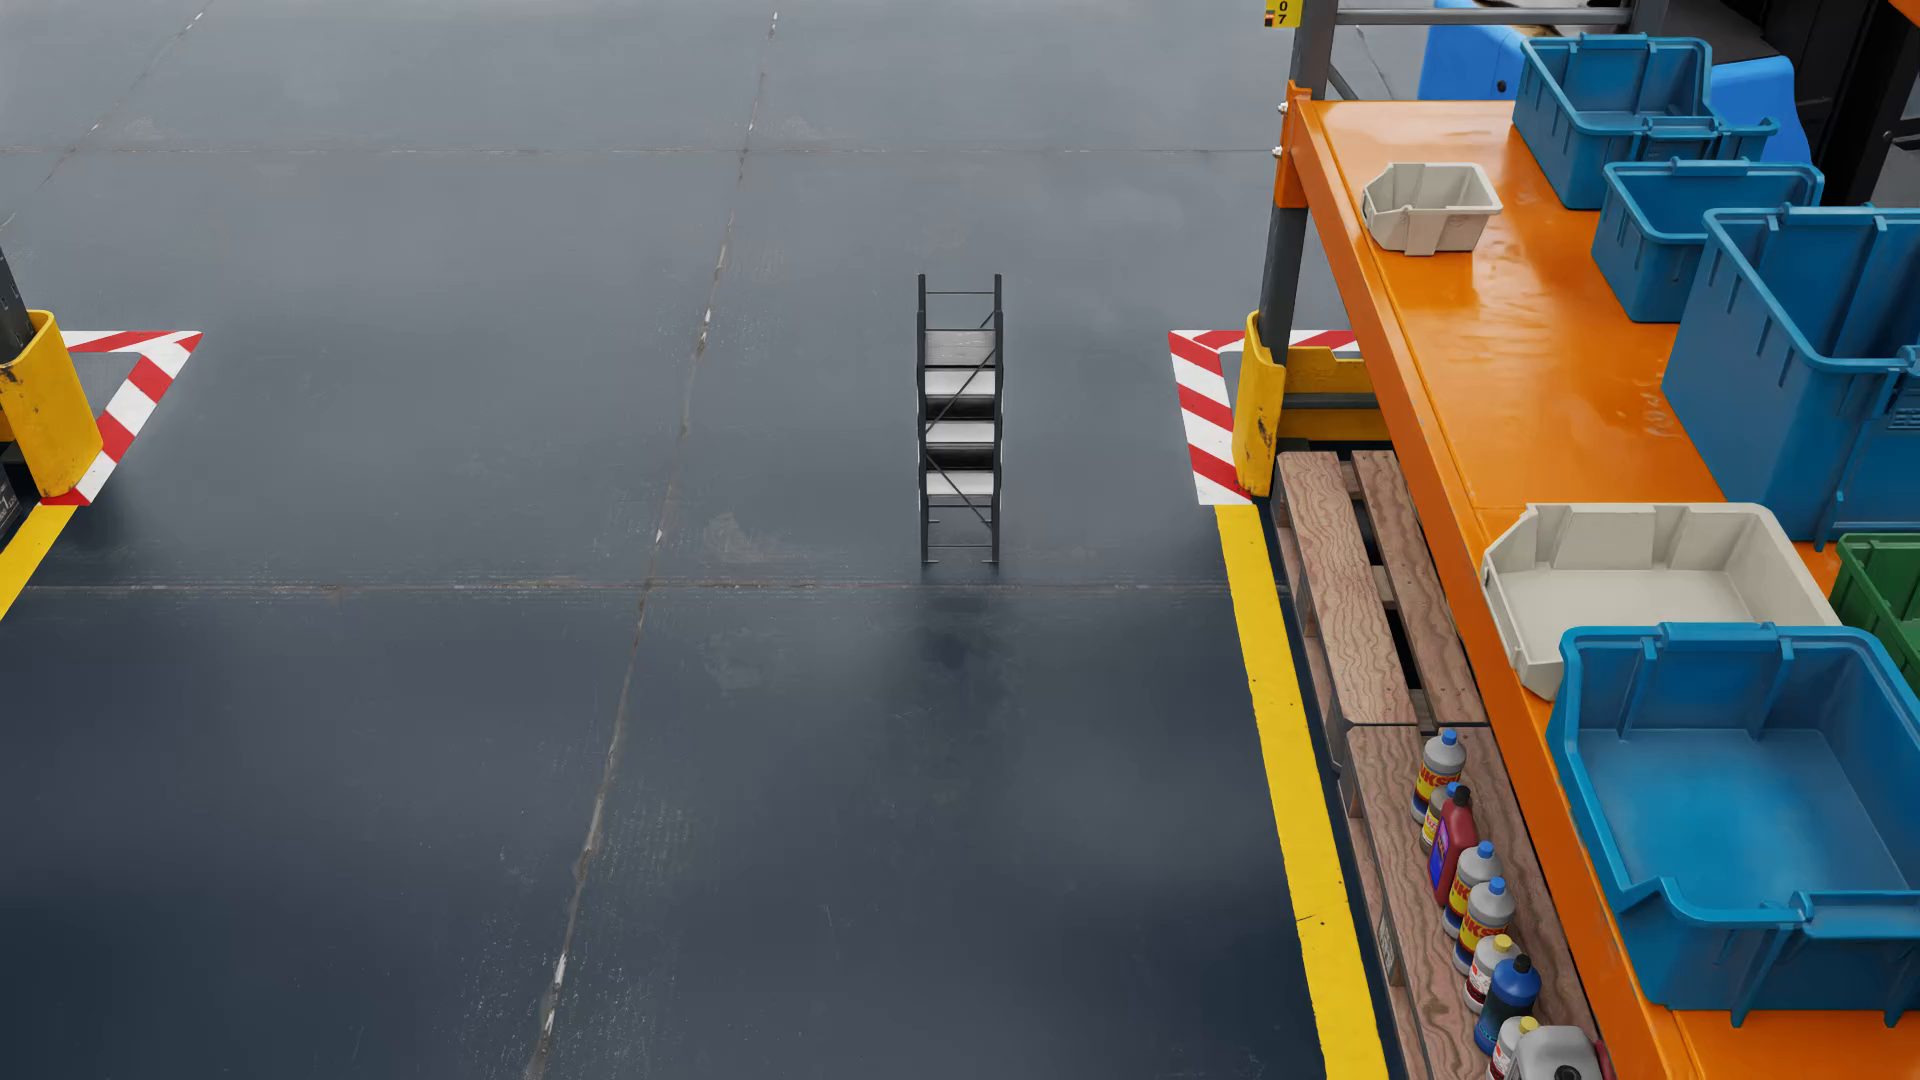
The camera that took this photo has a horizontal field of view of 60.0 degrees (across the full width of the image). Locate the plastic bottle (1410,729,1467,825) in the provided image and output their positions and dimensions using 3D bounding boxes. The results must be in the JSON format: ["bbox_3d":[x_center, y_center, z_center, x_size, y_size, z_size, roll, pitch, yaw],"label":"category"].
[{"bbox_3d":[1.150,0.560,3.983,0.097,0.271,0.097,0,39,0],"label":"plastic bottle"}]

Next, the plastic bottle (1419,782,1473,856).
[{"bbox_3d":[1.150,0.652,3.924,0.097,0.201,0.097,0,39,0],"label":"plastic bottle"}]

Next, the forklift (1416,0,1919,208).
[{"bbox_3d":[3.294,-2.334,5.818,3.031,2.935,1.130,-11,40,-14],"label":"forklift"}]

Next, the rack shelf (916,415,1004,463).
[{"bbox_3d":[0.000,-0.320,4.983,0.258,0.077,0.200,0,39,0],"label":"rack shelf"}]

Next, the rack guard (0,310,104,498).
[{"bbox_3d":[-3.494,-0.441,5.400,1.175,0.500,0.348,0,39,0],"label":"rack guard"}]

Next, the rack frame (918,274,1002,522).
[{"bbox_3d":[0.000,-0.410,5.042,0.240,0.900,0.006,0,39,0],"label":"rack frame"}]

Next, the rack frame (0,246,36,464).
[{"bbox_3d":[-3.494,-1.464,4.678,1.000,3.000,0.127,0,39,0],"label":"rack frame"}]

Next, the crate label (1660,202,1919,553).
[{"bbox_3d":[1.732,-0.330,3.235,0.502,0.435,0.616,0,39,0],"label":"crate label"}]

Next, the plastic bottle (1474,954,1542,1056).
[{"bbox_3d":[1.150,0.963,3.479,0.097,0.271,0.097,0,39,0],"label":"plastic bottle"}]

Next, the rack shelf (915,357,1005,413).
[{"bbox_3d":[0.000,-0.461,4.871,0.258,0.077,0.200,0,39,0],"label":"rack shelf"}]

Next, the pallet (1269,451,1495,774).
[{"bbox_3d":[1.502,0.177,4.861,1.003,0.211,1.213,0,39,0],"label":"pallet"}]

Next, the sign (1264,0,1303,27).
[{"bbox_3d":[0.909,-1.577,4.598,0.100,0.325,0.005,0,39,0],"label":"sign"}]

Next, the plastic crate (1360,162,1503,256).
[{"bbox_3d":[1.138,-0.804,4.066,0.298,0.136,0.250,0,39,0],"label":"plastic crate"}]

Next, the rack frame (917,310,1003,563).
[{"bbox_3d":[0.000,-0.282,4.883,0.240,0.900,0.006,0,39,0],"label":"rack frame"}]

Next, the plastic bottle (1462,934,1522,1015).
[{"bbox_3d":[1.150,0.926,3.582,0.097,0.201,0.097,0,39,0],"label":"plastic bottle"}]

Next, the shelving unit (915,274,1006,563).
[{"bbox_3d":[0.000,-0.346,4.962,0.258,0.900,0.210,0,39,0],"label":"shelving unit"}]

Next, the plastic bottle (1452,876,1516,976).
[{"bbox_3d":[1.150,0.837,3.637,0.097,0.271,0.097,0,39,0],"label":"plastic bottle"}]

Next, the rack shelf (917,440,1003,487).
[{"bbox_3d":[0.000,-0.250,5.039,0.258,0.077,0.200,0,39,0],"label":"rack shelf"}]

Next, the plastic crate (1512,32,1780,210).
[{"bbox_3d":[1.759,-1.096,4.338,0.499,0.251,0.616,0,39,0],"label":"plastic crate"}]

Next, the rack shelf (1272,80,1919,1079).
[{"bbox_3d":[1.462,0.064,3.346,1.077,0.370,4.000,0,39,0],"label":"rack shelf"}]

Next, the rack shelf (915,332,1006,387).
[{"bbox_3d":[0.000,-0.531,4.814,0.258,0.077,0.200,0,39,0],"label":"rack shelf"}]

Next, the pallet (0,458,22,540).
[{"bbox_3d":[-3.528,0.180,4.856,1.003,0.211,1.213,0,39,0],"label":"pallet"}]

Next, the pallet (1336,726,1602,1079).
[{"bbox_3d":[1.500,0.938,3.911,1.003,0.211,1.213,0,39,0],"label":"pallet"}]

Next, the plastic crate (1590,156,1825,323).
[{"bbox_3d":[1.754,-0.690,3.832,0.499,0.251,0.408,0,39,0],"label":"plastic crate"}]

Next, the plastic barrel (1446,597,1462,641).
[{"bbox_3d":[1.537,0.065,4.424,0.421,0.512,0.421,0,39,0],"label":"plastic barrel"}]

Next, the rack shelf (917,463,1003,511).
[{"bbox_3d":[0.000,-0.180,5.096,0.258,0.077,0.200,0,39,0],"label":"rack shelf"}]

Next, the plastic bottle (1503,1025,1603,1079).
[{"bbox_3d":[1.178,1.099,3.306,0.152,0.276,0.135,1,39,1],"label":"plastic bottle"}]

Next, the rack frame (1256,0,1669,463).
[{"bbox_3d":[1.459,-1.467,4.682,1.000,3.000,0.127,0,39,0],"label":"rack frame"}]

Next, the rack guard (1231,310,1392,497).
[{"bbox_3d":[1.506,-0.444,5.405,1.175,0.500,0.348,0,39,0],"label":"rack guard"}]

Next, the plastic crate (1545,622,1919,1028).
[{"bbox_3d":[1.191,0.400,2.471,0.499,0.251,0.616,0,39,0],"label":"plastic crate"}]

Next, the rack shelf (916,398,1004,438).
[{"bbox_3d":[0.000,-0.390,4.927,0.258,0.077,0.200,0,39,0],"label":"rack shelf"}]

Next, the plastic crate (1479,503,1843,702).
[{"bbox_3d":[1.209,0.122,2.910,0.530,0.136,0.437,0,39,0],"label":"plastic crate"}]

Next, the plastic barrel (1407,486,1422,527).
[{"bbox_3d":[1.536,-0.249,4.815,0.421,0.512,0.421,0,39,0],"label":"plastic barrel"}]

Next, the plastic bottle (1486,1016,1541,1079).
[{"bbox_3d":[1.151,1.055,3.421,0.097,0.201,0.097,0,39,0],"label":"plastic bottle"}]

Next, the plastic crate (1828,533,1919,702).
[{"bbox_3d":[1.745,0.268,2.687,0.450,0.188,0.662,0,39,0],"label":"plastic crate"}]

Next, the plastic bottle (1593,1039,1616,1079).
[{"bbox_3d":[1.285,1.096,3.304,0.061,0.283,0.133,0,39,0],"label":"plastic bottle"}]

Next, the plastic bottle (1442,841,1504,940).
[{"bbox_3d":[1.150,0.774,3.715,0.097,0.271,0.097,0,39,0],"label":"plastic bottle"}]

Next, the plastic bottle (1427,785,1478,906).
[{"bbox_3d":[1.132,0.697,3.802,0.061,0.283,0.133,1,39,1],"label":"plastic bottle"}]
